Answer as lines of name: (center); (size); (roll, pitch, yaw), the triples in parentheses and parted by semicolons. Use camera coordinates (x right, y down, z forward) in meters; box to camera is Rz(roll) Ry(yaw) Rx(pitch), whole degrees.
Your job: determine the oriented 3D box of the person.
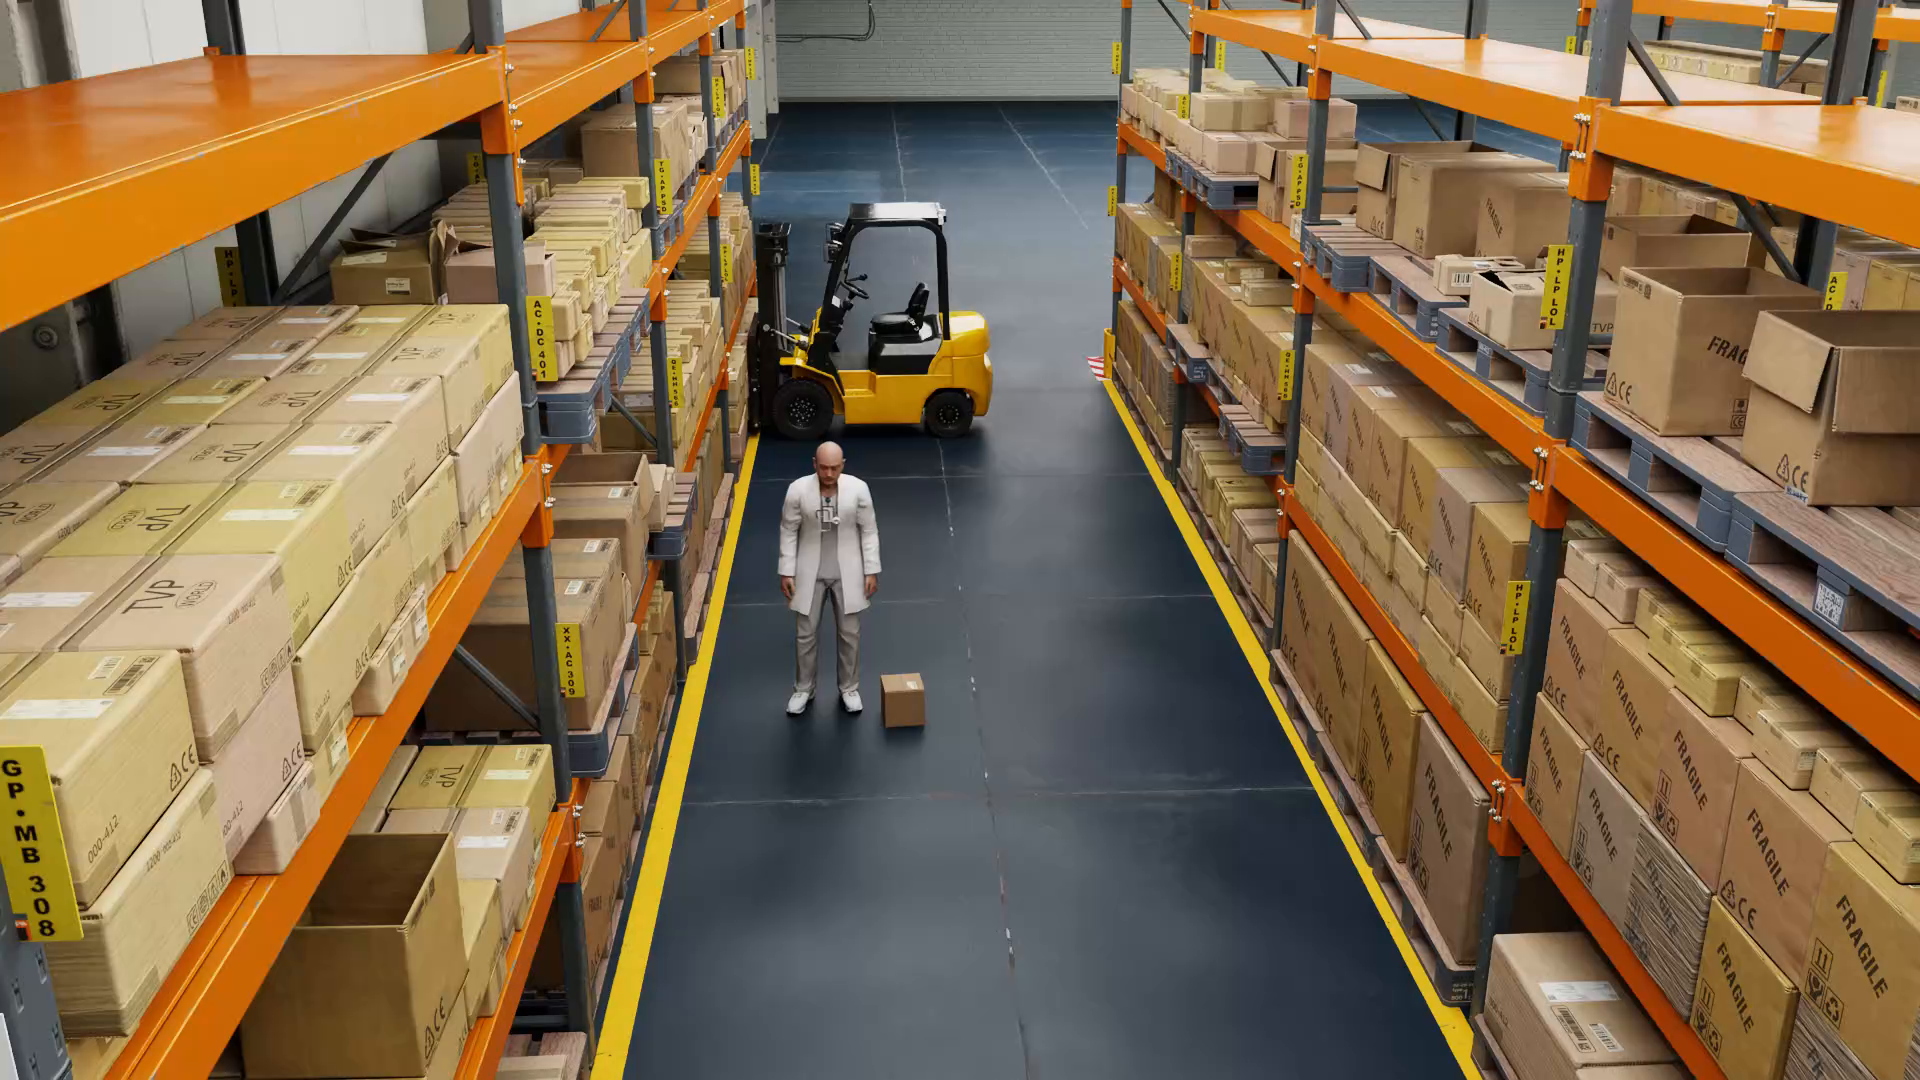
person: (-0.829, 0.221, 10.494); (0.644, 1.774, 0.415); (-1, 20, -3)
